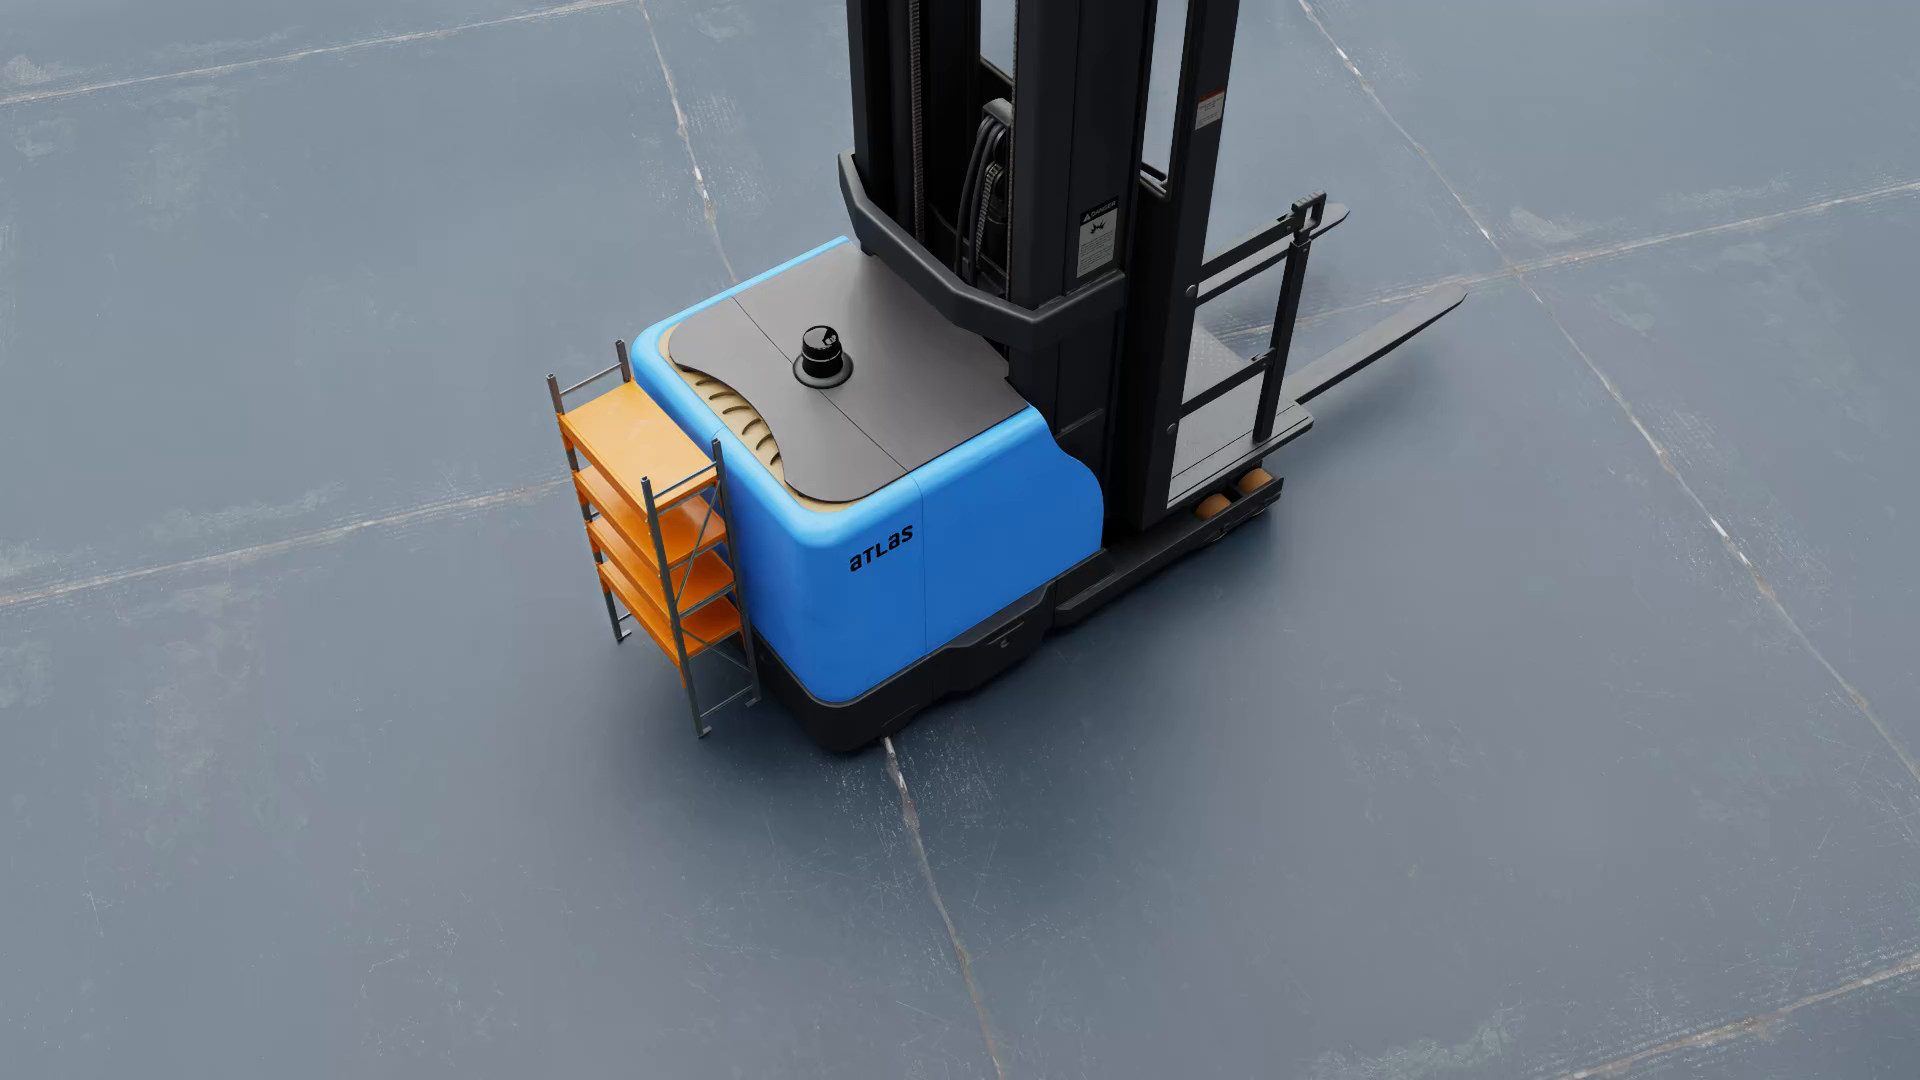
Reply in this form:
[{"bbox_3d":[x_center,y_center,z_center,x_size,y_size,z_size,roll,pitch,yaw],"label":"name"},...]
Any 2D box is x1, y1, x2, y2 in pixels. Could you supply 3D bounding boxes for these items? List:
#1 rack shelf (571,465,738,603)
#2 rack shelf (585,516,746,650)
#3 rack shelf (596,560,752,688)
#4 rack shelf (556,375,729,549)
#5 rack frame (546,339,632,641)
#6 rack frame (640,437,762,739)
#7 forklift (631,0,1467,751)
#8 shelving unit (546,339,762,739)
[{"bbox_3d":[-0.885,-0.071,4.821,0.258,0.148,0.480,-31,57,-24],"label":"rack shelf"},{"bbox_3d":[-0.885,0.073,4.992,0.258,0.148,0.480,-31,57,-24],"label":"rack shelf"},{"bbox_3d":[-0.885,0.201,5.144,0.258,0.148,0.480,-31,57,-24],"label":"rack shelf"},{"bbox_3d":[-0.885,-0.224,4.640,0.258,0.148,0.480,-31,57,-24],"label":"rack shelf"},{"bbox_3d":[-1.037,-0.116,5.063,0.240,1.200,0.015,-31,57,-24],"label":"rack frame"},{"bbox_3d":[-0.733,0.175,4.817,0.240,1.200,0.015,-31,57,-24],"label":"rack frame"},{"bbox_3d":[0.501,-1.235,4.874,3.031,2.935,1.130,-30,56,-23],"label":"forklift"},{"bbox_3d":[-0.885,0.030,4.940,0.258,1.200,0.503,-31,57,-24],"label":"shelving unit"}]
